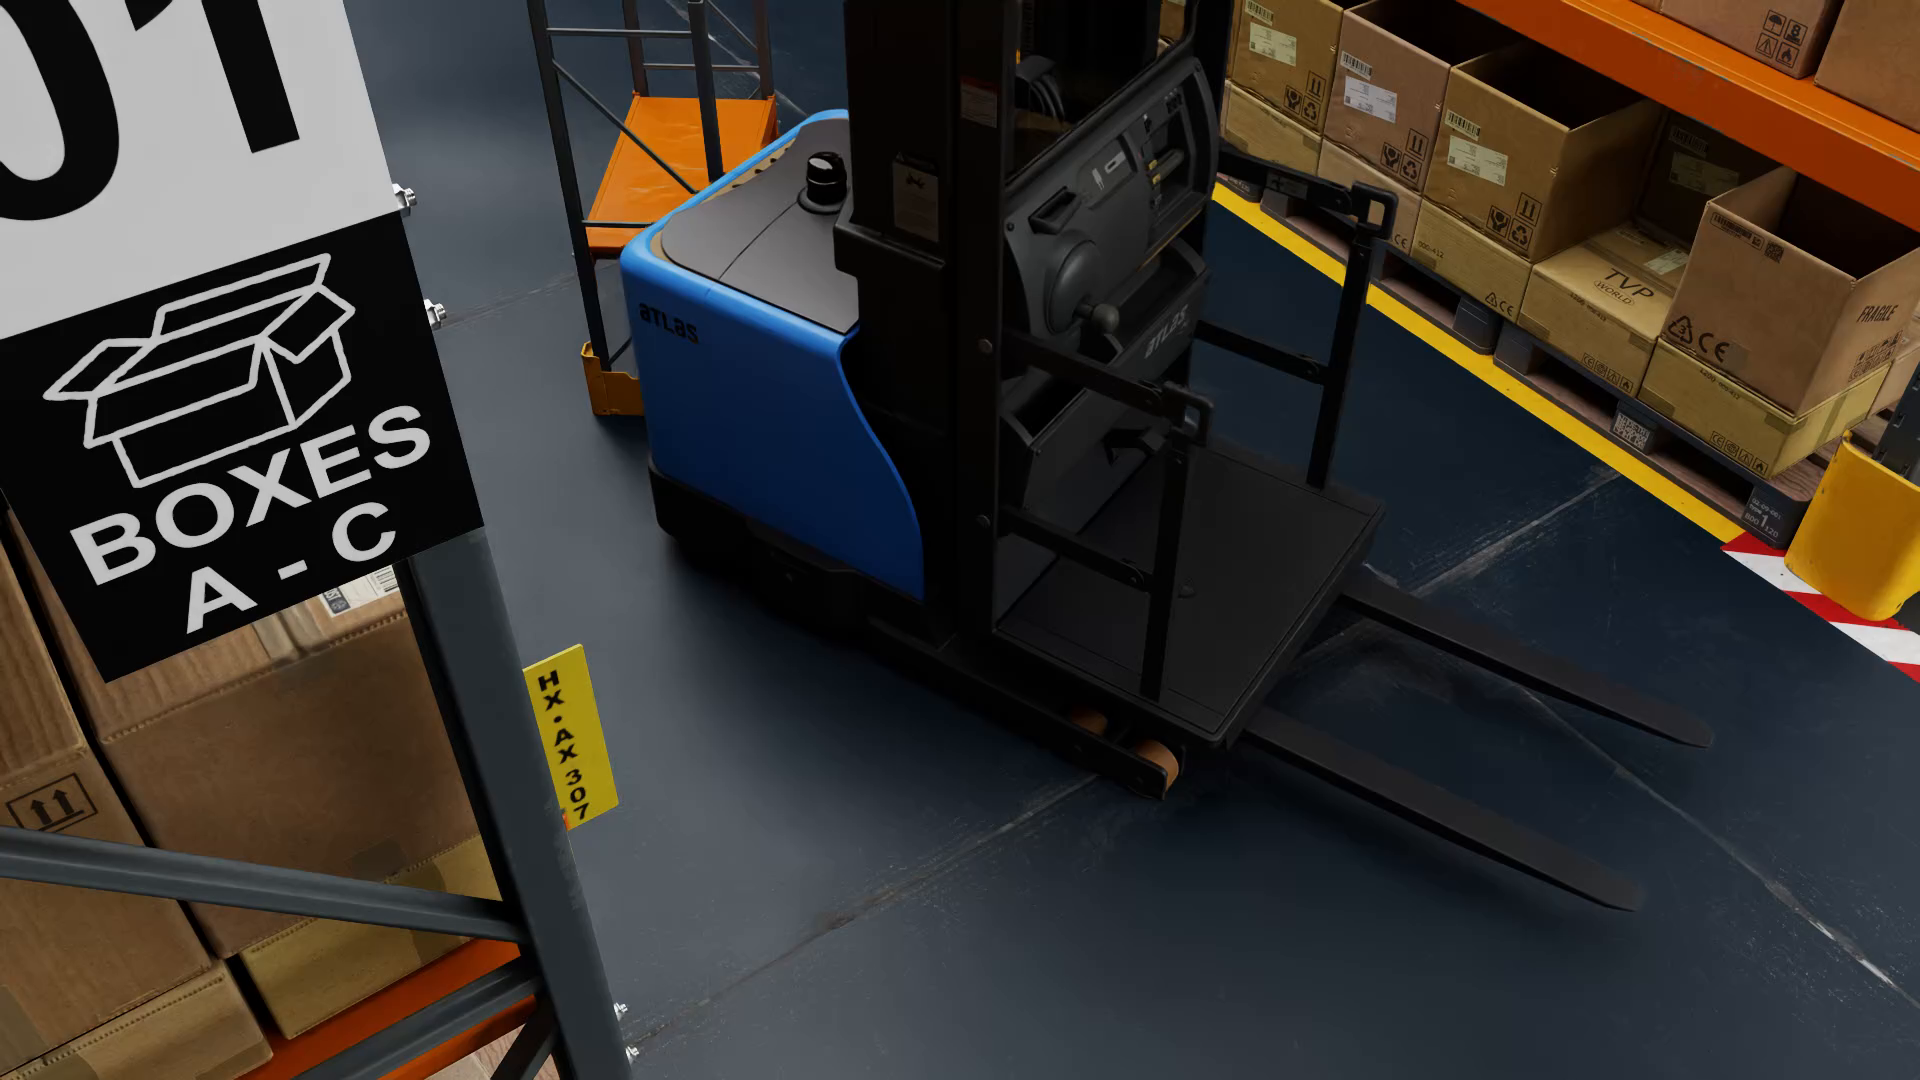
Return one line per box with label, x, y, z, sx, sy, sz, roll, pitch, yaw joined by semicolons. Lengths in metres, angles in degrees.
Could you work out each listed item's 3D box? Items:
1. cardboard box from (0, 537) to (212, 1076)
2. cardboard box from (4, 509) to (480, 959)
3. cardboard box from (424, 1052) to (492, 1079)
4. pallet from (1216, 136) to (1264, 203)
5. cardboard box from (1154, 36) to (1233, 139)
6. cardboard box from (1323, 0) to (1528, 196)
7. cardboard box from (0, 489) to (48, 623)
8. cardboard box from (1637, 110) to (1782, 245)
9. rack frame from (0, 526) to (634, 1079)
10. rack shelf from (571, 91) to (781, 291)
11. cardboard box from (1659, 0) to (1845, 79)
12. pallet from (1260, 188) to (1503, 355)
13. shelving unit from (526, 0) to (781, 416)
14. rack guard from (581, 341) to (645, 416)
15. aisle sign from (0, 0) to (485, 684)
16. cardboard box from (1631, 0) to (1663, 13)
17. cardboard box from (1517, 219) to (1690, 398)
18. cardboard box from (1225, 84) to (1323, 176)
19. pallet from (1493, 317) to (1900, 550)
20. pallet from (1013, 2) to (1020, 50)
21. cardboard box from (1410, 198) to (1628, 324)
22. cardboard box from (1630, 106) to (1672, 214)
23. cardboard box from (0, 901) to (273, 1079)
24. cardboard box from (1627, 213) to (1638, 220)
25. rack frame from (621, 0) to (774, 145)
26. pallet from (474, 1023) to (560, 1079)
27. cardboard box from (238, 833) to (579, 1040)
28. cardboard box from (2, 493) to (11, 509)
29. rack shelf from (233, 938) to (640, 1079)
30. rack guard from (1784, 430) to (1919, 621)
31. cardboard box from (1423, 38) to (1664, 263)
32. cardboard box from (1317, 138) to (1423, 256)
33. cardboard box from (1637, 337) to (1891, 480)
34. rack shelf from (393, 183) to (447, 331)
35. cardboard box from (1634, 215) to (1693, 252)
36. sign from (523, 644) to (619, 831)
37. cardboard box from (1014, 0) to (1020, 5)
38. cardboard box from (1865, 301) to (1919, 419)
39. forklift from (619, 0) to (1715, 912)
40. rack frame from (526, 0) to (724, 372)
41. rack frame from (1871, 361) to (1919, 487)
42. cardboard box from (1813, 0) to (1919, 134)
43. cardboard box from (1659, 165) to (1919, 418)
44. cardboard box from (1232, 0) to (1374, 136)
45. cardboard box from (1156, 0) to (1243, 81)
cardboard box;-1.403;0.388;2.223;0.500;0.500;0.500;-26;50;-25
cardboard box;-0.986;0.181;2.439;0.500;0.500;0.500;-26;49;-24
cardboard box;-1.281;1.181;3.469;0.500;0.311;0.500;-31;52;-29
pallet;1.234;-1.954;7.144;1.003;0.211;1.213;-26;49;-24
cardboard box;1.112;-1.919;6.775;0.500;0.250;0.500;-26;49;-24
cardboard box;1.682;-1.623;5.922;0.500;0.500;0.500;-26;49;-24
cardboard box;-1.683;0.099;2.526;0.500;0.500;0.500;-25;49;-24
cardboard box;2.690;-1.267;5.549;0.500;0.500;0.500;-26;49;-24
rack frame;-0.956;0.793;2.247;0.949;2.616;0.053;-26;49;-24
rack shelf;-0.944;-1.199;5.680;0.538;0.185;1.000;2;44;2
cardboard box;2.541;-1.765;4.855;0.700;0.500;0.500;-24;49;-23
pallet;1.936;-1.263;6.420;1.003;0.211;1.213;-26;49;-24
shelving unit;-0.944;-1.335;5.562;0.587;1.500;1.083;2;44;2
rack guard;-0.968;-0.539;5.634;0.587;0.250;0.087;2;44;2
aisle sign;-0.672;-0.223;1.429;0.394;0.787;0.004;-26;49;-24
cardboard box;2.262;-2.049;5.151;0.700;0.500;0.500;-25;49;-24
cardboard box;2.257;-0.787;5.589;0.500;0.250;0.500;-26;49;-24
cardboard box;1.394;-1.634;6.477;0.500;0.250;0.500;-26;49;-24
pallet;2.630;-0.572;5.696;1.003;0.211;1.213;-26;49;-24
pallet;0.360;-2.823;8.054;1.003;0.211;1.213;-26;49;-24
cardboard box;1.969;-1.069;5.885;0.500;0.250;0.500;-26;49;-24
cardboard box;2.393;-1.545;5.840;0.500;0.500;0.500;-26;49;-24
cardboard box;-1.385;0.654;2.487;0.500;0.250;0.500;-25;49;-24
cardboard box;2.403;-1.278;6.104;0.500;0.250;0.500;-26;49;-24
rack frame;-0.919;-1.679;5.923;0.500;1.500;0.032;2;44;2
pallet;-1.438;1.286;3.750;1.003;0.211;1.213;-26;49;-24
cardboard box;-0.978;0.440;2.711;0.500;0.250;0.500;-27;50;-26
cardboard box;-1.260;-0.102;2.736;0.500;0.500;0.500;-26;49;-24
rack shelf;-2.103;-0.078;3.680;1.077;0.370;4.000;-26;49;-24
rack guard;3.116;-0.246;5.146;1.175;0.500;0.348;-26;49;-24
cardboard box;1.967;-1.340;5.625;0.500;0.500;0.500;-26;49;-24
cardboard box;1.685;-1.353;6.182;0.500;0.250;0.500;-26;49;-24
cardboard box;2.553;-0.509;5.298;0.500;0.250;0.500;-26;49;-24
rack shelf;-2.103;-1.163;2.644;1.077;0.370;4.000;-26;49;-24
cardboard box;2.689;-0.995;5.807;0.500;0.250;0.500;-26;49;-24
sign;-0.514;0.267;2.171;0.100;0.325;0.005;-26;49;-24
cardboard box;0.339;-2.707;7.601;0.500;0.250;0.500;-26;50;-25
cardboard box;2.978;-0.713;5.512;0.500;0.250;0.500;-26;49;-24
forklift;0.555;-0.783;3.948;3.031;2.935;1.130;25;49;24
rack frame;-0.969;-0.978;5.188;0.500;1.500;0.032;2;44;2
rack frame;3.102;-1.164;4.297;1.000;3.000;0.127;-26;49;-24
cardboard box;2.845;-1.470;4.545;0.700;0.500;0.500;-26;49;-24
cardboard box;2.551;-0.779;5.038;0.500;0.500;0.500;-26;49;-24
cardboard box;1.394;-1.906;6.218;0.500;0.500;0.500;-26;49;-24
cardboard box;1.115;-2.192;6.518;0.500;0.500;0.500;-26;49;-24
